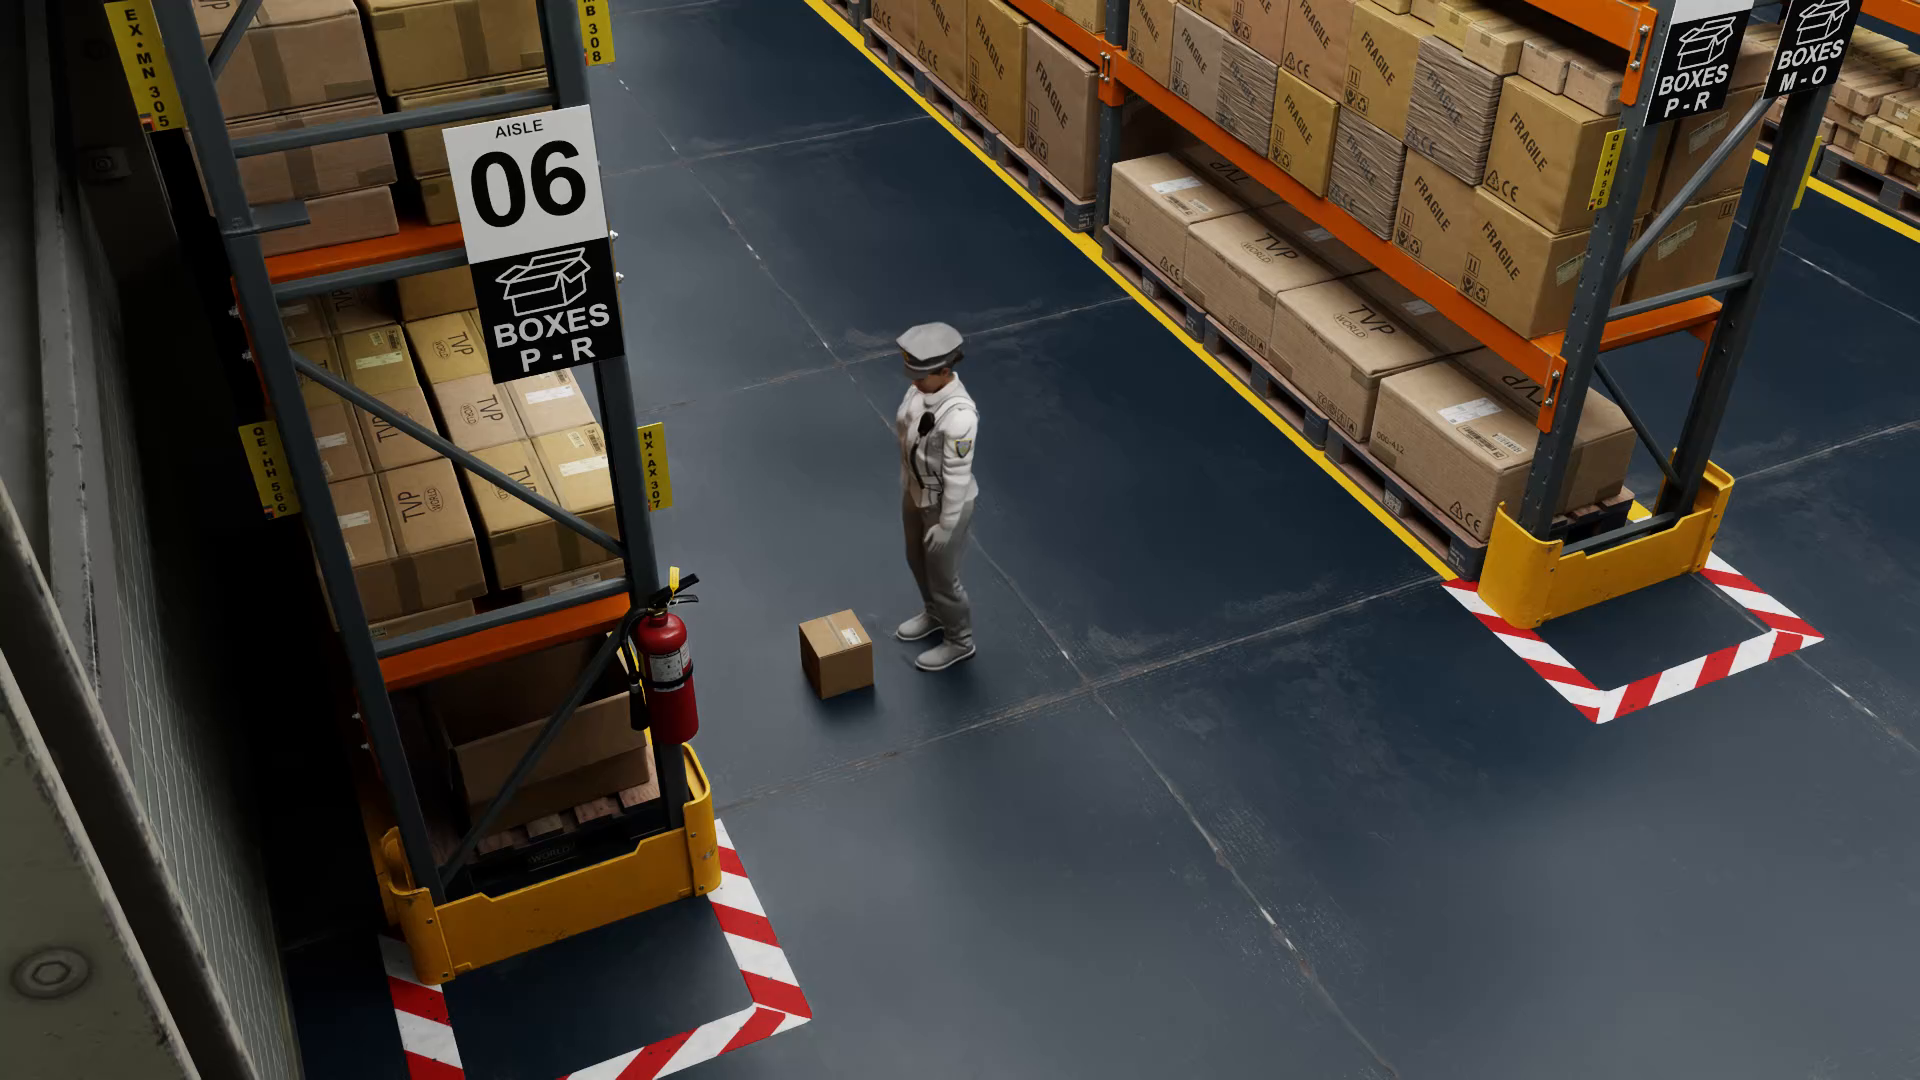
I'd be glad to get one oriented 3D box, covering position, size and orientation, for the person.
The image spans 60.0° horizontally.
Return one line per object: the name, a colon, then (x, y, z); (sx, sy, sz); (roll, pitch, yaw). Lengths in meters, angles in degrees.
person: (-0.097, -0.162, 7.074); (0.327, 1.662, 0.473); (-15, 40, -19)
